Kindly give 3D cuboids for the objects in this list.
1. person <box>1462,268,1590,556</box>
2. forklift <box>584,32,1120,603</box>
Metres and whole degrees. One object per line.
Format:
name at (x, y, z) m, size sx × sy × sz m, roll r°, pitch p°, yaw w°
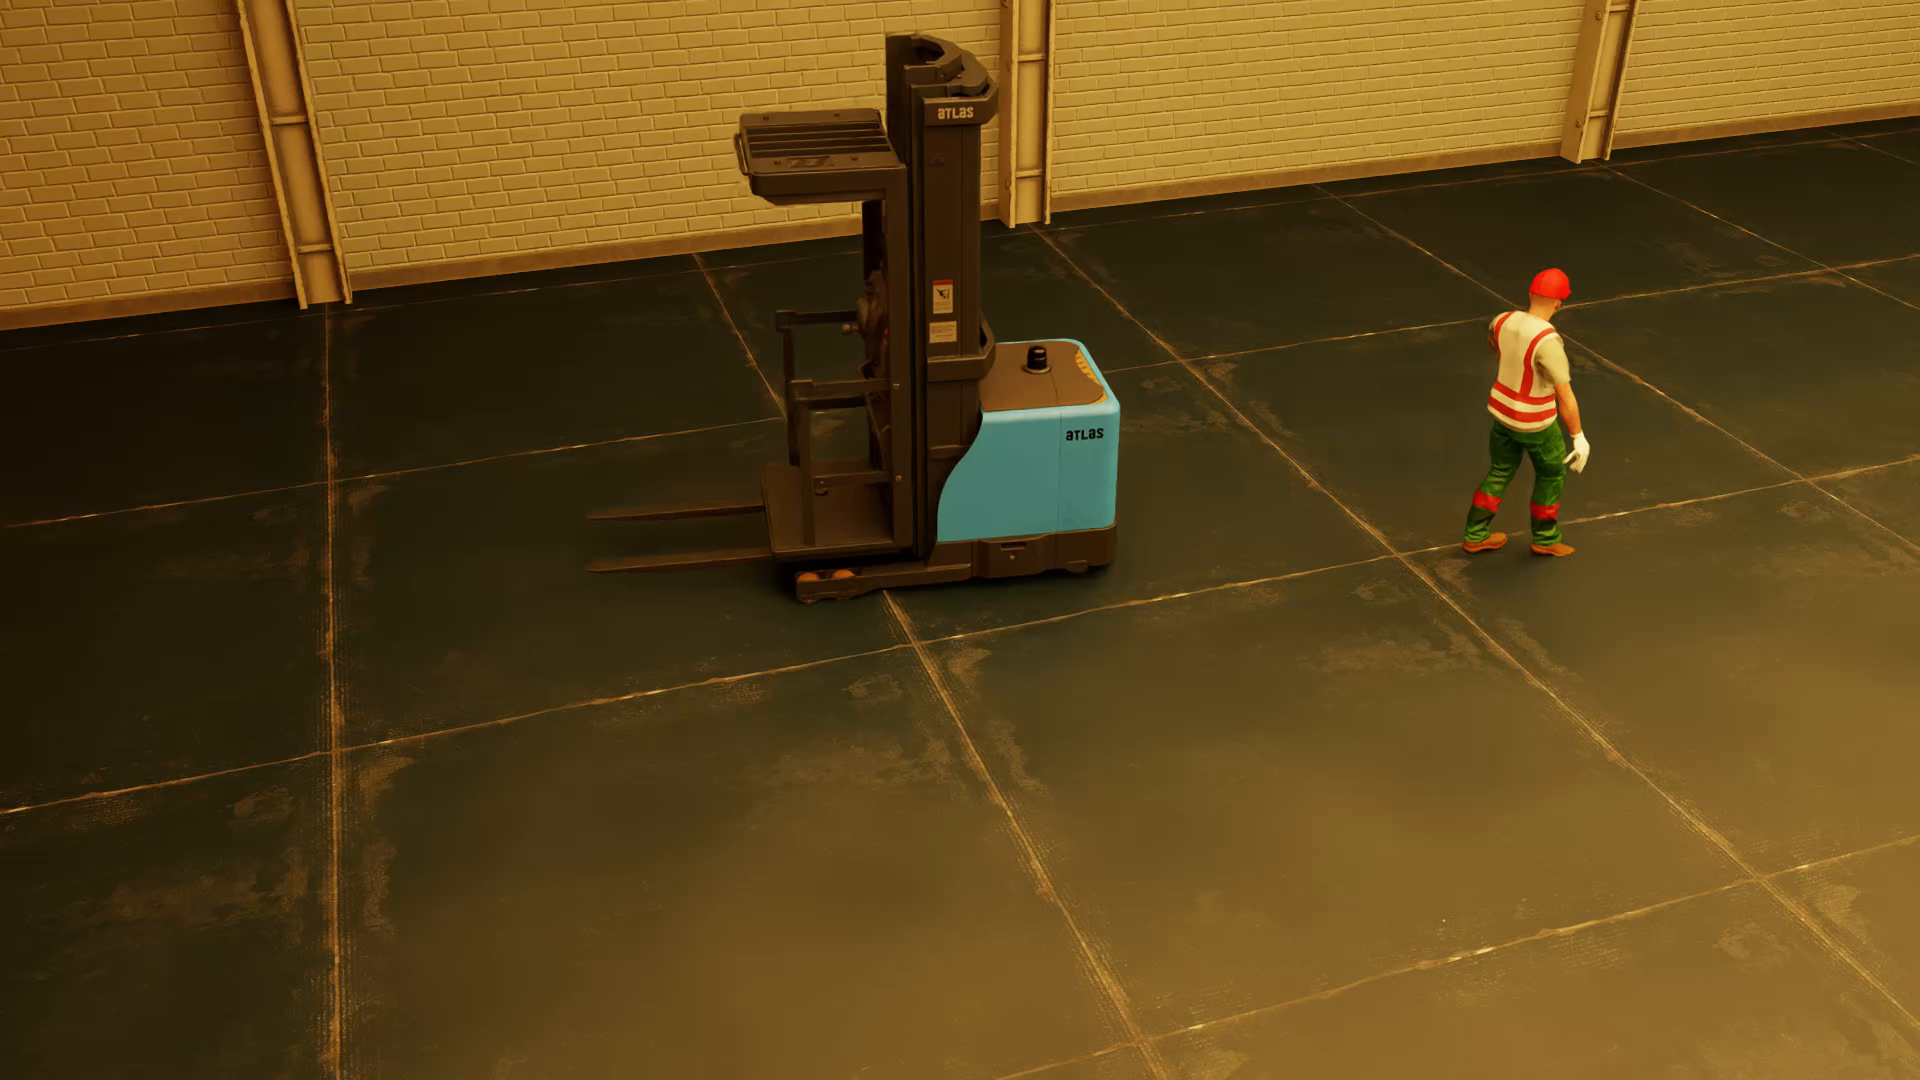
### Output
person at (3.328, -0.697, 9.515) m, size 0.648 × 1.795 × 1.026 m, roll -11°, pitch 32°, yaw -18°
forklift at (-0.661, -1.199, 9.171) m, size 3.031 × 2.935 × 1.130 m, roll -5°, pitch 30°, yaw -9°
